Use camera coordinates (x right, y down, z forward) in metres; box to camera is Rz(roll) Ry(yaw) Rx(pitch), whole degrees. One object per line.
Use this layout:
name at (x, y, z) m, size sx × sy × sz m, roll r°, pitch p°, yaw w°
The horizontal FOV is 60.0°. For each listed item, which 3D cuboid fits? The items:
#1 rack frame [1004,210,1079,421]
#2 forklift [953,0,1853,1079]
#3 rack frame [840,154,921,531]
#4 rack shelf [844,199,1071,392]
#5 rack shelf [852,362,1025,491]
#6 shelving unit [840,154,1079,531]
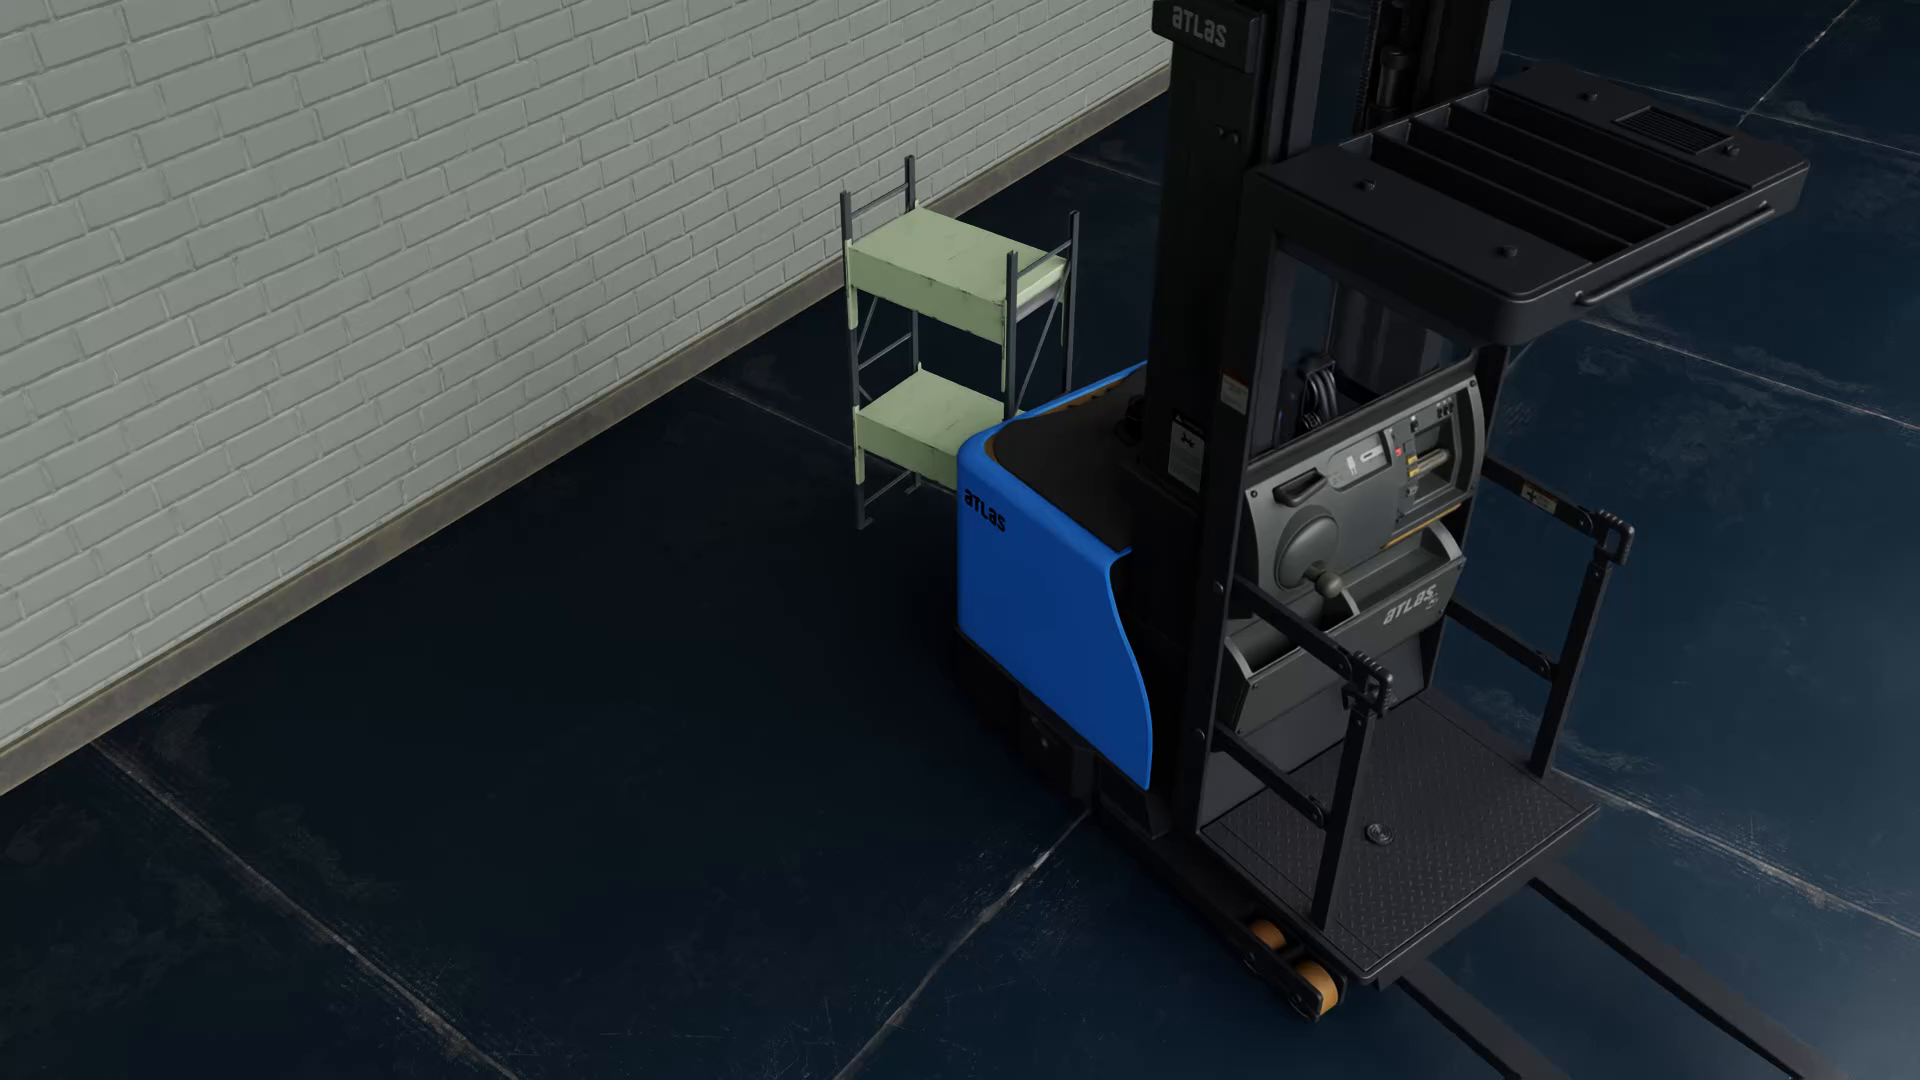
rack frame at (0.285, -0.456, 6.116) m, size 0.023 × 1.500 × 0.400 m, roll 25°, pitch 45°, yaw 29°
forklift at (1.265, -0.086, 4.483) m, size 1.130 × 2.935 × 3.031 m, roll -25°, pitch 45°, yaw -28°
rack frame at (-0.296, -0.730, 6.466) m, size 0.023 × 1.500 × 0.400 m, roll 25°, pitch 45°, yaw 29°
rack shelf at (-0.005, -0.900, 6.050) m, size 0.720 × 0.370 × 0.431 m, roll 25°, pitch 45°, yaw 29°
rack shelf at (-0.005, -0.336, 6.492) m, size 0.720 × 0.370 × 0.431 m, roll 25°, pitch 45°, yaw 29°
shelving unit at (-0.005, -0.593, 6.291) m, size 0.755 × 1.500 × 0.431 m, roll 25°, pitch 45°, yaw 29°
